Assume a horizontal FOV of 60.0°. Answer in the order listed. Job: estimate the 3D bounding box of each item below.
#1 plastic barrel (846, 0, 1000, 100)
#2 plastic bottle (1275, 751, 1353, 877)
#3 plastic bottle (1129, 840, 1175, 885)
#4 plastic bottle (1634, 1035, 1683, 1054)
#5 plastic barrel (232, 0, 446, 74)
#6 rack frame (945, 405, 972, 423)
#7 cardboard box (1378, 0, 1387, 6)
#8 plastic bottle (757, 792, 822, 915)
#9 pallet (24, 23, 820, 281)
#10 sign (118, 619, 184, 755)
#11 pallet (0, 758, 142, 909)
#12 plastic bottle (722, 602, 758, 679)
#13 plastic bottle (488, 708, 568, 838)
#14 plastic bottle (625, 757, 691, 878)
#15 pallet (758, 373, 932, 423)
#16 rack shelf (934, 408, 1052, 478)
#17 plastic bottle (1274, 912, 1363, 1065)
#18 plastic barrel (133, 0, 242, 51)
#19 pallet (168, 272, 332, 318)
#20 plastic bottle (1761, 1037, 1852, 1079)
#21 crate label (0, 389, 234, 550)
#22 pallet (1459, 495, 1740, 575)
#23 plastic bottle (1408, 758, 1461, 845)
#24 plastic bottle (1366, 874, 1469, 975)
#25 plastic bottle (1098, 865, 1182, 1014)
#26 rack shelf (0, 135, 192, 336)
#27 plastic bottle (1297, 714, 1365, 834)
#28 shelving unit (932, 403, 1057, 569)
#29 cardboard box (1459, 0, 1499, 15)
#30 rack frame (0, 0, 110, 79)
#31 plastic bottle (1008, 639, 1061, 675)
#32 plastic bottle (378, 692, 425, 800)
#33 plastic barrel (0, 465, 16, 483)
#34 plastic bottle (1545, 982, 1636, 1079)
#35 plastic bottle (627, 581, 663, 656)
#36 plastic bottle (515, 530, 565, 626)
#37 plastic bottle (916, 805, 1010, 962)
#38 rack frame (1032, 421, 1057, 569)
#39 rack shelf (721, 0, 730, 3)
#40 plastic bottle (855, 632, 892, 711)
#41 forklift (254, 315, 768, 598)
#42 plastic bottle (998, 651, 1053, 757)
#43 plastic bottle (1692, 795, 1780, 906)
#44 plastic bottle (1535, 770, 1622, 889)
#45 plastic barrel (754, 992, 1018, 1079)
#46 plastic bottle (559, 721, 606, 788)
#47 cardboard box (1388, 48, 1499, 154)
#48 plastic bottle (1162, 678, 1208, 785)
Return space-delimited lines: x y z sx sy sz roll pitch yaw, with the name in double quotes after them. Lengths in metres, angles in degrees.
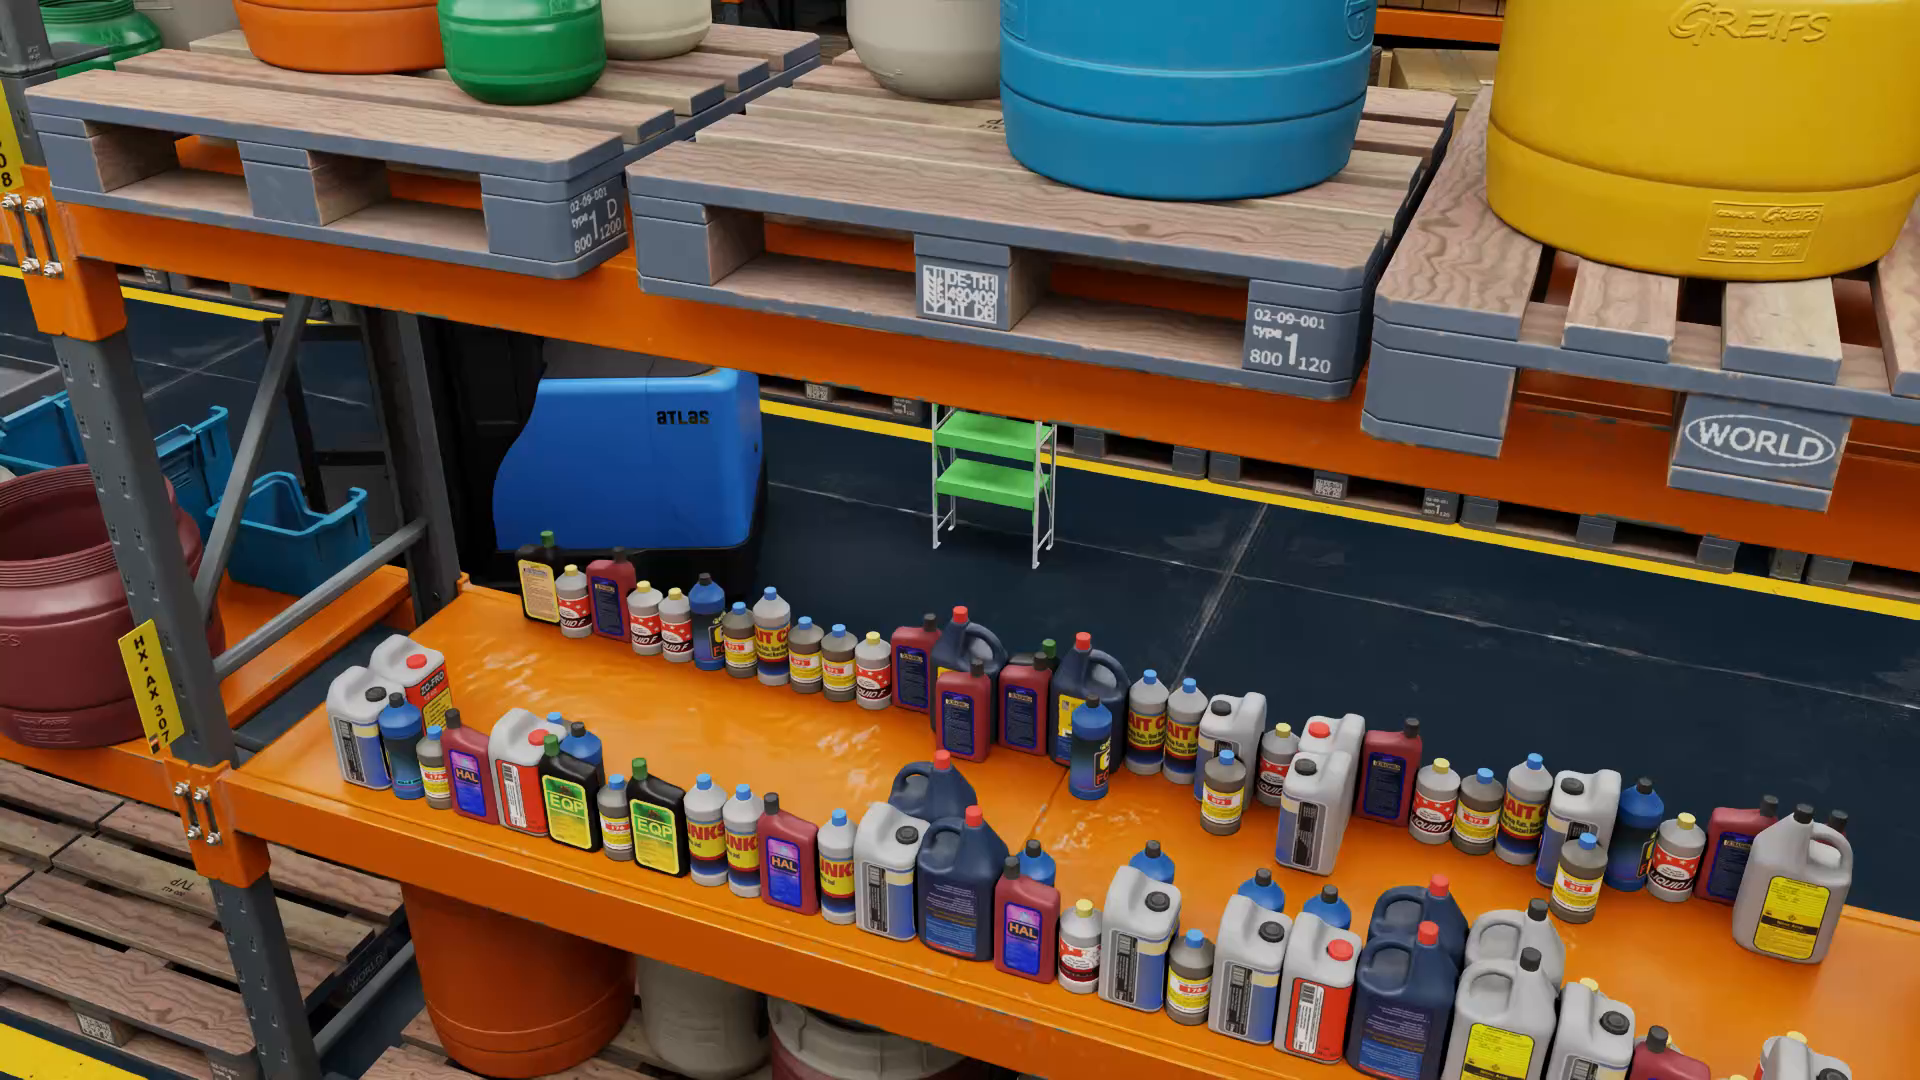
-0.004 -1.122 3.073 0.433 0.535 0.433 0 29 0 "plastic barrel"
0.802 0.600 3.767 0.135 0.276 0.152 11 31 19 "plastic bottle"
0.400 0.748 3.508 0.097 0.271 0.097 0 29 0 "plastic bottle"
1.298 1.007 3.123 0.097 0.201 0.097 0 29 0 "plastic bottle"
-1.179 -1.402 3.271 0.708 0.830 0.600 11 31 19 "plastic barrel"
0.162 -2.091 8.401 0.127 3.000 1.000 11 31 19 "rack frame"
2.963 -3.954 11.933 0.250 0.149 0.380 11 31 19 "cardboard box"
-0.371 0.680 3.618 0.133 0.283 0.061 11 31 19 "plastic bottle"
-1.032 -0.871 3.385 1.213 0.211 1.003 11 31 19 "pallet"
-1.904 0.348 3.920 0.005 0.325 0.100 11 31 19 "sign"
-3.534 0.993 5.778 1.213 0.211 1.003 11 31 19 "pallet"
-0.584 0.260 4.443 0.097 0.201 0.097 0 29 0 "plastic bottle"
-0.996 0.534 3.883 0.135 0.276 0.152 11 31 19 "plastic bottle"
-0.675 0.619 3.725 0.133 0.283 0.061 11 31 19 "plastic bottle"
-0.586 -1.047 9.388 1.213 0.211 1.003 11 31 19 "pallet"
0.153 -0.436 7.432 0.480 0.148 0.258 11 31 19 "rack shelf"
0.710 0.875 3.280 0.135 0.276 0.152 11 31 19 "plastic bottle"
-1.876 -1.385 3.989 0.421 0.512 0.421 0 29 0 "plastic barrel"
-4.266 -1.783 10.690 1.213 0.211 1.003 11 31 19 "pallet"
1.516 1.035 2.996 0.135 0.276 0.152 11 31 19 "plastic bottle"
-2.523 -0.156 4.941 0.616 0.435 0.502 11 31 19 "crate label"
3.101 -0.270 8.013 1.213 0.211 1.003 11 31 19 "pallet"
1.100 0.596 3.848 0.097 0.201 0.097 0 29 0 "plastic bottle"
0.911 0.808 3.323 0.185 0.351 0.144 11 31 19 "plastic bottle"
0.371 0.807 3.400 0.135 0.276 0.152 11 31 19 "plastic bottle"
-3.557 -1.196 4.500 4.000 0.370 1.077 11 31 19 "rack shelf"
0.859 0.530 3.889 0.135 0.276 0.152 11 31 19 "plastic bottle"
0.153 -0.492 7.401 0.503 1.200 0.258 11 31 19 "shelving unit"
3.664 -3.804 11.667 0.250 0.149 0.380 11 31 19 "cardboard box"
-1.704 -2.445 2.930 0.127 3.000 1.000 11 31 19 "rack frame"
0.185 0.368 4.168 0.133 0.283 0.061 11 31 19 "plastic bottle"
-1.327 0.484 3.975 0.097 0.271 0.097 0 29 0 "plastic bottle"
-2.737 0.025 4.543 0.421 0.512 0.421 0 29 0 "plastic barrel"
1.177 0.968 3.115 0.135 0.276 0.152 11 31 19 "plastic bottle"
-0.855 0.206 4.539 0.097 0.201 0.097 0 29 0 "plastic bottle"
-1.169 0.098 4.647 0.133 0.283 0.061 11 31 19 "plastic bottle"
0.007 0.704 3.507 0.185 0.351 0.144 11 31 19 "plastic bottle"
0.379 -0.447 7.321 0.015 1.200 0.240 11 31 19 "rack frame"
-3.539 -5.147 14.539 4.000 0.370 1.077 11 31 19 "rack shelf"
-0.223 0.332 4.316 0.097 0.201 0.097 0 29 0 "plastic bottle"
-2.423 -1.207 6.906 3.031 2.935 1.130 -1 29 -1 "forklift"
0.163 0.396 4.119 0.133 0.283 0.061 11 31 19 "plastic bottle"
1.700 0.671 3.634 0.133 0.283 0.061 11 31 19 "plastic bottle"
1.378 0.634 3.706 0.135 0.276 0.152 11 31 19 "plastic bottle"
-0.198 1.326 4.380 0.708 0.588 0.600 11 31 19 "plastic barrel"
-0.876 0.542 3.873 0.097 0.271 0.097 0 29 0 "plastic bottle"
2.208 -1.876 7.492 0.500 0.500 0.700 4 30 6 "cardboard box"
0.547 0.456 4.026 0.097 0.271 0.097 0 29 0 "plastic bottle"
